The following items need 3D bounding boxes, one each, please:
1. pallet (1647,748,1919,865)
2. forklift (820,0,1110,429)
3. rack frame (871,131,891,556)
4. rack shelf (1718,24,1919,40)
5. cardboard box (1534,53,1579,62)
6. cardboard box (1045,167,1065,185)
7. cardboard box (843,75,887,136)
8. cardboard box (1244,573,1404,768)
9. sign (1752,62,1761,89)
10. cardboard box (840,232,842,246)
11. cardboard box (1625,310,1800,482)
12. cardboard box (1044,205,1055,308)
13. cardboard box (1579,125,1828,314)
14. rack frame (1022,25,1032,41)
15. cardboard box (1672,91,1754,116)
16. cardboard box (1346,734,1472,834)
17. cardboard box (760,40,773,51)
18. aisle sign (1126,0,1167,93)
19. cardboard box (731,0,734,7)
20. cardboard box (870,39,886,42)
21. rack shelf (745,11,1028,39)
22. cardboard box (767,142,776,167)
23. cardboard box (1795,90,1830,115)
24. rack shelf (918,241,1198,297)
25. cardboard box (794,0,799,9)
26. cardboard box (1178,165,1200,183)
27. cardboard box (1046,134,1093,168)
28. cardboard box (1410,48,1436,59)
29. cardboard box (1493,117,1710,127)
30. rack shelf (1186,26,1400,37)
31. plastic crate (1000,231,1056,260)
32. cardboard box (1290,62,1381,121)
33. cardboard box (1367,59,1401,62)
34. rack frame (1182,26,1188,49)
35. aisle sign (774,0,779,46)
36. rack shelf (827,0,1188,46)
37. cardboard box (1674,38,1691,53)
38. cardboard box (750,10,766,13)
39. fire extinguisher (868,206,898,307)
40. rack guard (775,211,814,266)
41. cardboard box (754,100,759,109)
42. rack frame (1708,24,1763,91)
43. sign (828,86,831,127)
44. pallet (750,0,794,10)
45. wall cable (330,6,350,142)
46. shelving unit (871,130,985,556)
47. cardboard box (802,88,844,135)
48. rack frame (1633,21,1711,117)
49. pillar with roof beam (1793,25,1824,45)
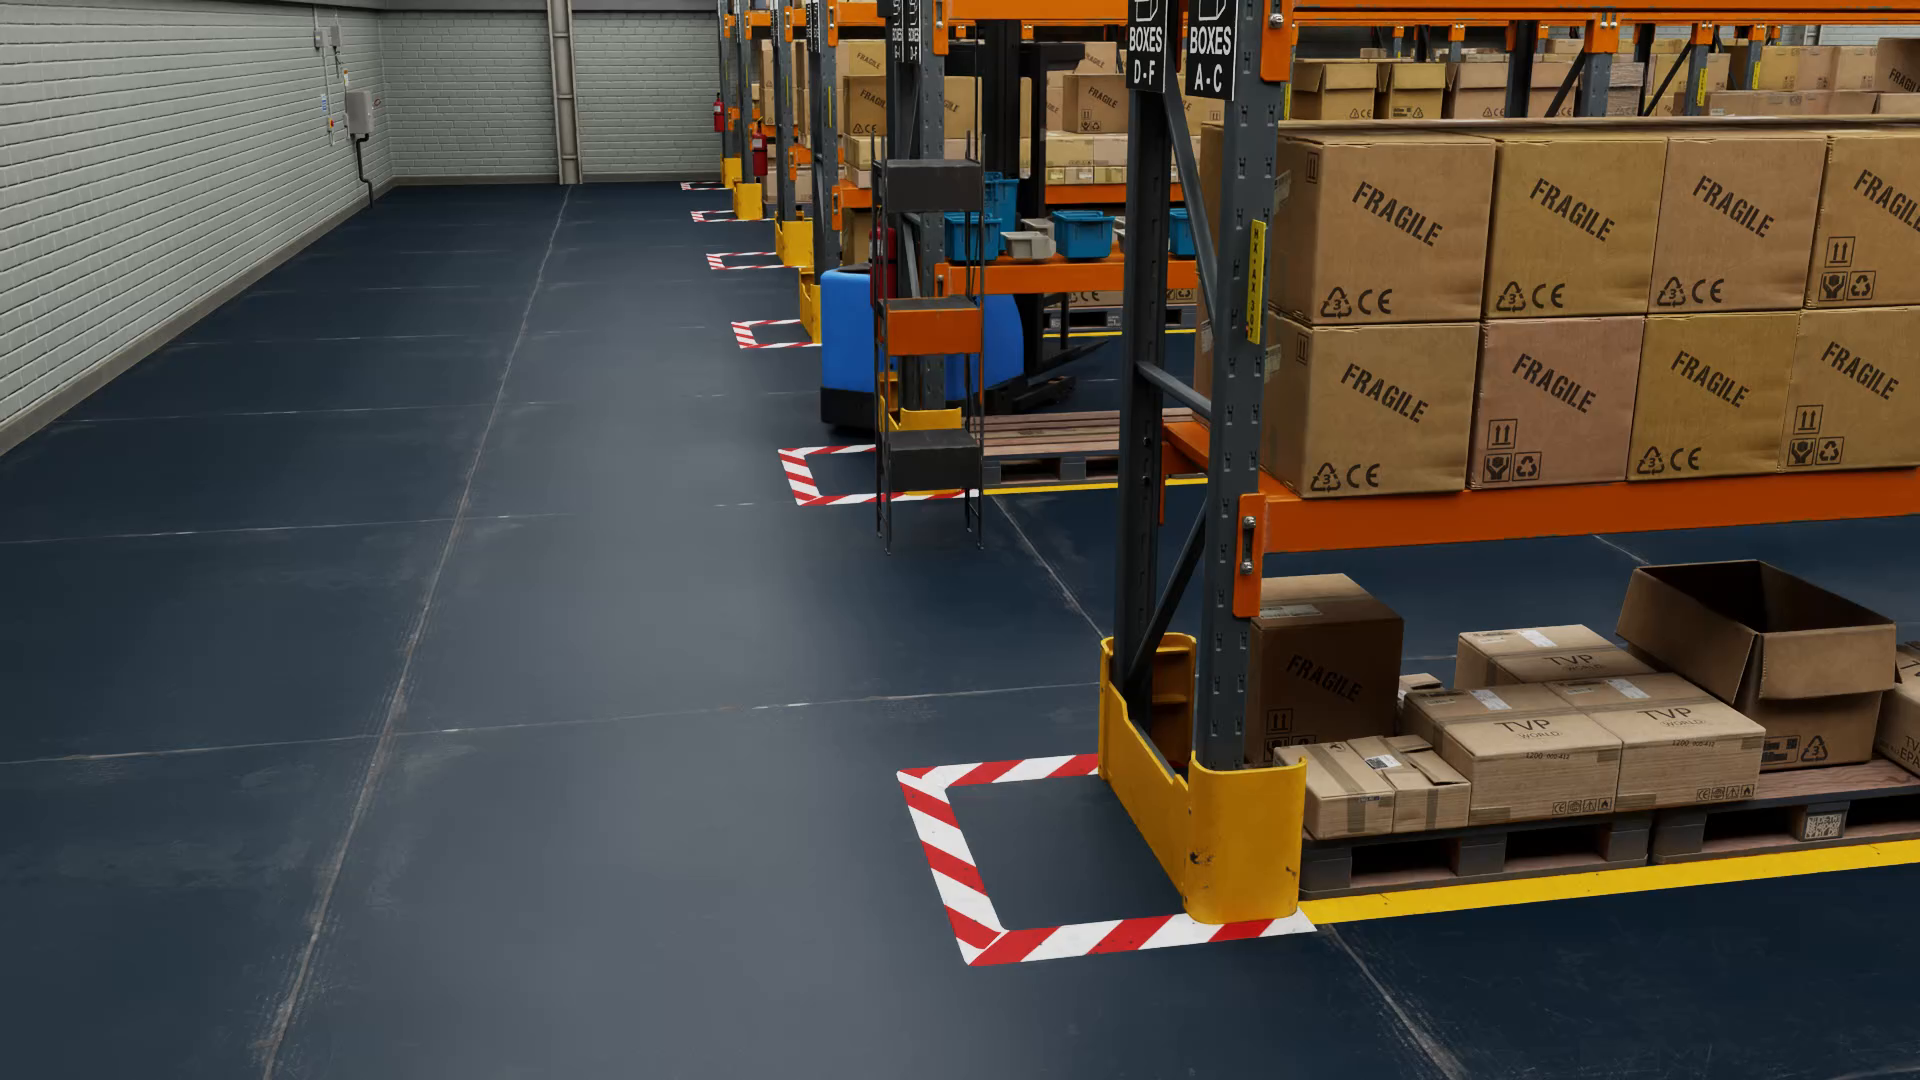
[{"bbox_3d":[2.748,0.776,5.927,1.213,0.211,1.003,-3,17,-10],"label":"pallet"},{"bbox_3d":[0.199,-2.445,11.781,1.130,2.935,3.031,9,19,26],"label":"forklift"},{"bbox_3d":[-0.402,-0.981,8.429,0.015,2.100,0.400,-3,17,-10],"label":"rack frame"},{"bbox_3d":[11.724,-6.603,21.316,4.000,0.370,1.077,-3,17,-10],"label":"rack shelf"},{"bbox_3d":[7.275,-5.784,20.661,0.500,0.500,0.700,-4,17,-11],"label":"cardboard box"},{"bbox_3d":[0.741,-3.188,14.510,0.250,0.149,0.380,-4,17,-12],"label":"cardboard box"},{"bbox_3d":[-0.751,-3.829,14.642,0.500,0.500,0.500,-3,17,-10],"label":"cardboard box"},{"bbox_3d":[1.183,0.442,5.772,0.500,0.500,0.500,-3,17,-10],"label":"cardboard box"},{"bbox_3d":[9.873,-5.761,20.622,0.005,0.325,0.100,-3,17,-10],"label":"sign"},{"bbox_3d":[-1.446,-3.508,19.263,0.250,0.149,0.380,-3,17,-9],"label":"cardboard box"},{"bbox_3d":[2.180,-0.495,5.145,0.500,0.500,0.500,-3,17,-11],"label":"cardboard box"},{"bbox_3d":[0.327,-2.592,15.045,0.875,0.875,0.875,-3,17,-10],"label":"cardboard box"},{"bbox_3d":[2.185,-0.974,4.999,0.500,0.500,0.500,-3,17,-10],"label":"cardboard box"},{"bbox_3d":[0.868,-6.377,24.465,0.127,3.000,1.000,-3,17,-10],"label":"rack frame"},{"bbox_3d":[7.197,-4.033,15.948,0.500,0.500,0.500,-5,18,-17],"label":"cardboard box"},{"bbox_3d":[1.418,0.765,5.290,0.250,0.166,0.380,-3,17,-10],"label":"cardboard box"},{"bbox_3d":[-2.659,-6.930,23.287,0.250,0.149,0.380,-3,17,-9],"label":"cardboard box"},{"bbox_3d":[0.571,-1.769,5.033,0.004,0.787,0.394,-3,17,-10],"label":"aisle sign"},{"bbox_3d":[-3.620,-9.192,28.272,0.500,0.250,0.500,-4,17,-11],"label":"cardboard box"},{"bbox_3d":[-1.128,-7.004,23.529,0.250,0.149,0.380,-4,17,-12],"label":"cardboard box"},{"bbox_3d":[-1.096,-7.356,23.767,4.000,0.370,1.077,-3,17,-10],"label":"rack shelf"},{"bbox_3d":[-3.387,-6.599,28.724,0.637,0.503,0.797,-4,18,-13],"label":"cardboard box"},{"bbox_3d":[10.656,-5.534,21.465,0.550,0.550,0.875,-3,17,-10],"label":"cardboard box"},{"bbox_3d":[1.723,-1.637,10.258,4.000,0.370,1.077,-3,17,-10],"label":"rack shelf"},{"bbox_3d":[-1.625,-6.197,19.024,0.500,0.250,0.500,-4,17,-12],"label":"cardboard box"},{"bbox_3d":[2.005,-3.260,14.745,0.250,0.149,0.380,-4,17,-11],"label":"cardboard box"},{"bbox_3d":[0.857,-3.405,14.538,0.500,0.250,0.500,-4,17,-12],"label":"cardboard box"},{"bbox_3d":[7.146,-7.509,25.653,0.250,0.149,0.380,-2,17,-7],"label":"cardboard box"},{"bbox_3d":[2.085,-1.130,5.508,0.500,0.500,0.500,-3,17,-9],"label":"cardboard box"},{"bbox_3d":[5.813,-9.232,29.876,4.000,0.370,1.077,-3,17,-10],"label":"rack shelf"},{"bbox_3d":[0.395,-1.685,9.536,0.298,0.136,0.250,-3,17,-10],"label":"plastic crate"},{"bbox_3d":[3.373,-4.085,15.125,0.637,0.503,0.797,-4,17,-12],"label":"cardboard box"},{"bbox_3d":[6.311,-7.011,25.138,0.500,0.500,0.500,-3,17,-10],"label":"cardboard box"},{"bbox_3d":[3.850,-8.030,29.848,0.127,3.000,1.000,-3,17,-10],"label":"rack frame"},{"bbox_3d":[-2.036,-5.885,18.435,0.004,0.787,0.394,-3,17,-10],"label":"aisle sign"},{"bbox_3d":[0.784,-4.499,14.466,4.000,0.370,1.077,-3,17,-10],"label":"rack shelf"},{"bbox_3d":[11.210,-7.538,25.864,0.500,0.500,0.700,-3,17,-11],"label":"cardboard box"},{"bbox_3d":[-3.396,-8.872,27.906,0.250,0.149,0.380,-3,17,-9],"label":"cardboard box"},{"bbox_3d":[-0.475,-1.777,10.255,0.183,0.674,0.296,-3,17,-10],"label":"fire extinguisher"},{"bbox_3d":[-1.947,-3.542,19.493,0.348,0.500,1.175,-3,17,-10],"label":"rack guard"},{"bbox_3d":[-3.389,-7.431,28.326,0.250,0.149,0.380,-3,17,-9],"label":"cardboard box"},{"bbox_3d":[9.761,-5.401,21.288,0.127,3.000,1.000,-3,17,-10],"label":"rack frame"},{"bbox_3d":[-1.080,-3.589,13.778,0.005,0.325,0.100,-3,17,-10],"label":"sign"},{"bbox_3d":[-2.333,-7.590,23.456,1.213,0.211,1.003,-3,17,-10],"label":"pallet"},{"bbox_3d":[-8.872,-6.727,23.875,0.122,1.984,0.588,-3,17,-10],"label":"wall cable"},{"bbox_3d":[-0.162,-0.995,8.473,0.503,2.100,0.431,-3,17,-10],"label":"shelving unit"},{"bbox_3d":[-1.528,-4.868,18.876,0.500,0.500,0.500,-2,17,-8],"label":"cardboard box"},{"bbox_3d":[6.675,-3.743,15.889,0.127,3.000,1.000,-3,17,-10],"label":"rack frame"},{"bbox_3d":[17.557,-10.658,28.185,0.400,9.000,9.100,-3,17,-10],"label":"pillar with roof beam"}]
